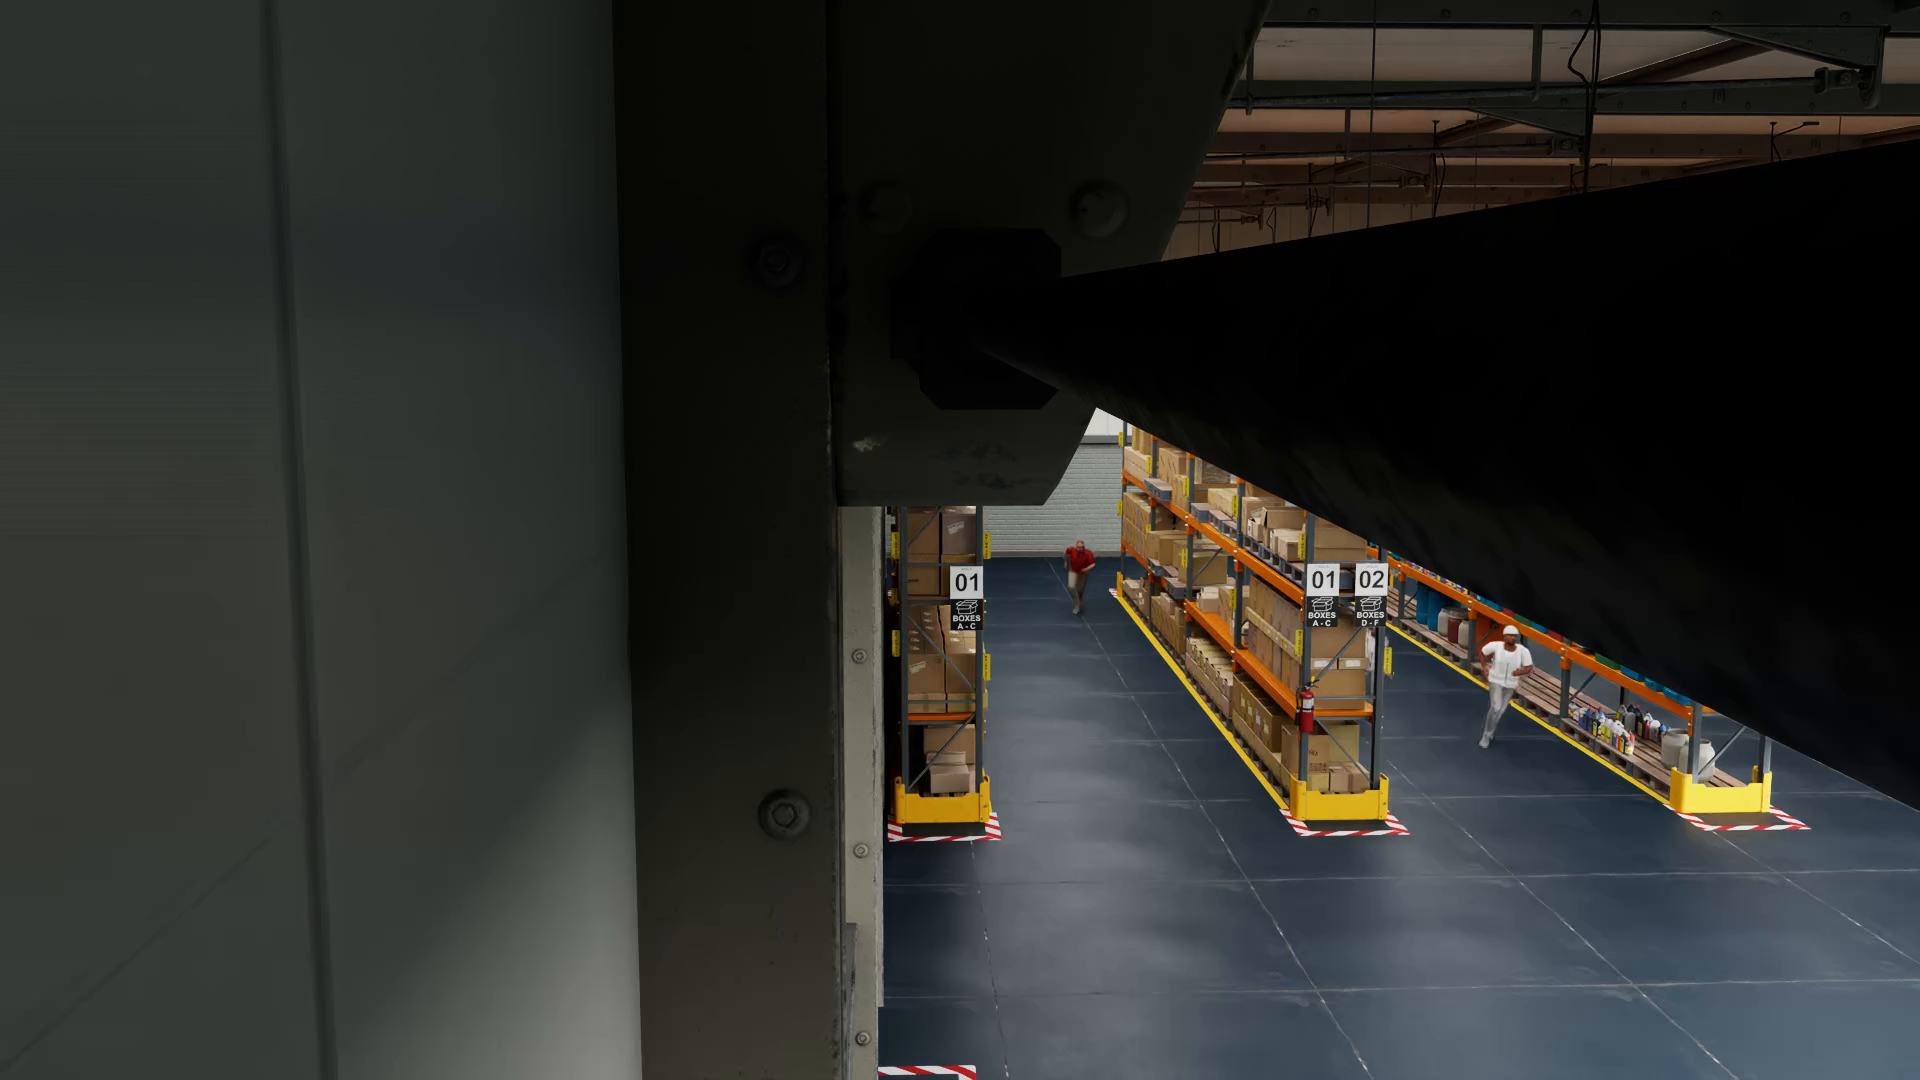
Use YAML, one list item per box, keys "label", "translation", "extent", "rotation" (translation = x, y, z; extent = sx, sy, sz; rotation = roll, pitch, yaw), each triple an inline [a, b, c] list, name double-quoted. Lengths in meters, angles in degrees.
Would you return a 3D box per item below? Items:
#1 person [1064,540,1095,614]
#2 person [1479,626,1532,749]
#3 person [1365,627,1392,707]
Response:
- label: "person"
  translation: [2.473, 0.717, 34.465]
  extent: [0.684, 1.555, 1.091]
  rotation: [1, 8, 8]
- label: "person"
  translation: [7.874, 2.100, 24.062]
  extent: [0.719, 1.788, 0.714]
  rotation: [0, 8, 3]
- label: "person"
  translation: [6.260, 1.963, 25.580]
  extent: [0.759, 1.587, 0.676]
  rotation: [2, 8, 12]
